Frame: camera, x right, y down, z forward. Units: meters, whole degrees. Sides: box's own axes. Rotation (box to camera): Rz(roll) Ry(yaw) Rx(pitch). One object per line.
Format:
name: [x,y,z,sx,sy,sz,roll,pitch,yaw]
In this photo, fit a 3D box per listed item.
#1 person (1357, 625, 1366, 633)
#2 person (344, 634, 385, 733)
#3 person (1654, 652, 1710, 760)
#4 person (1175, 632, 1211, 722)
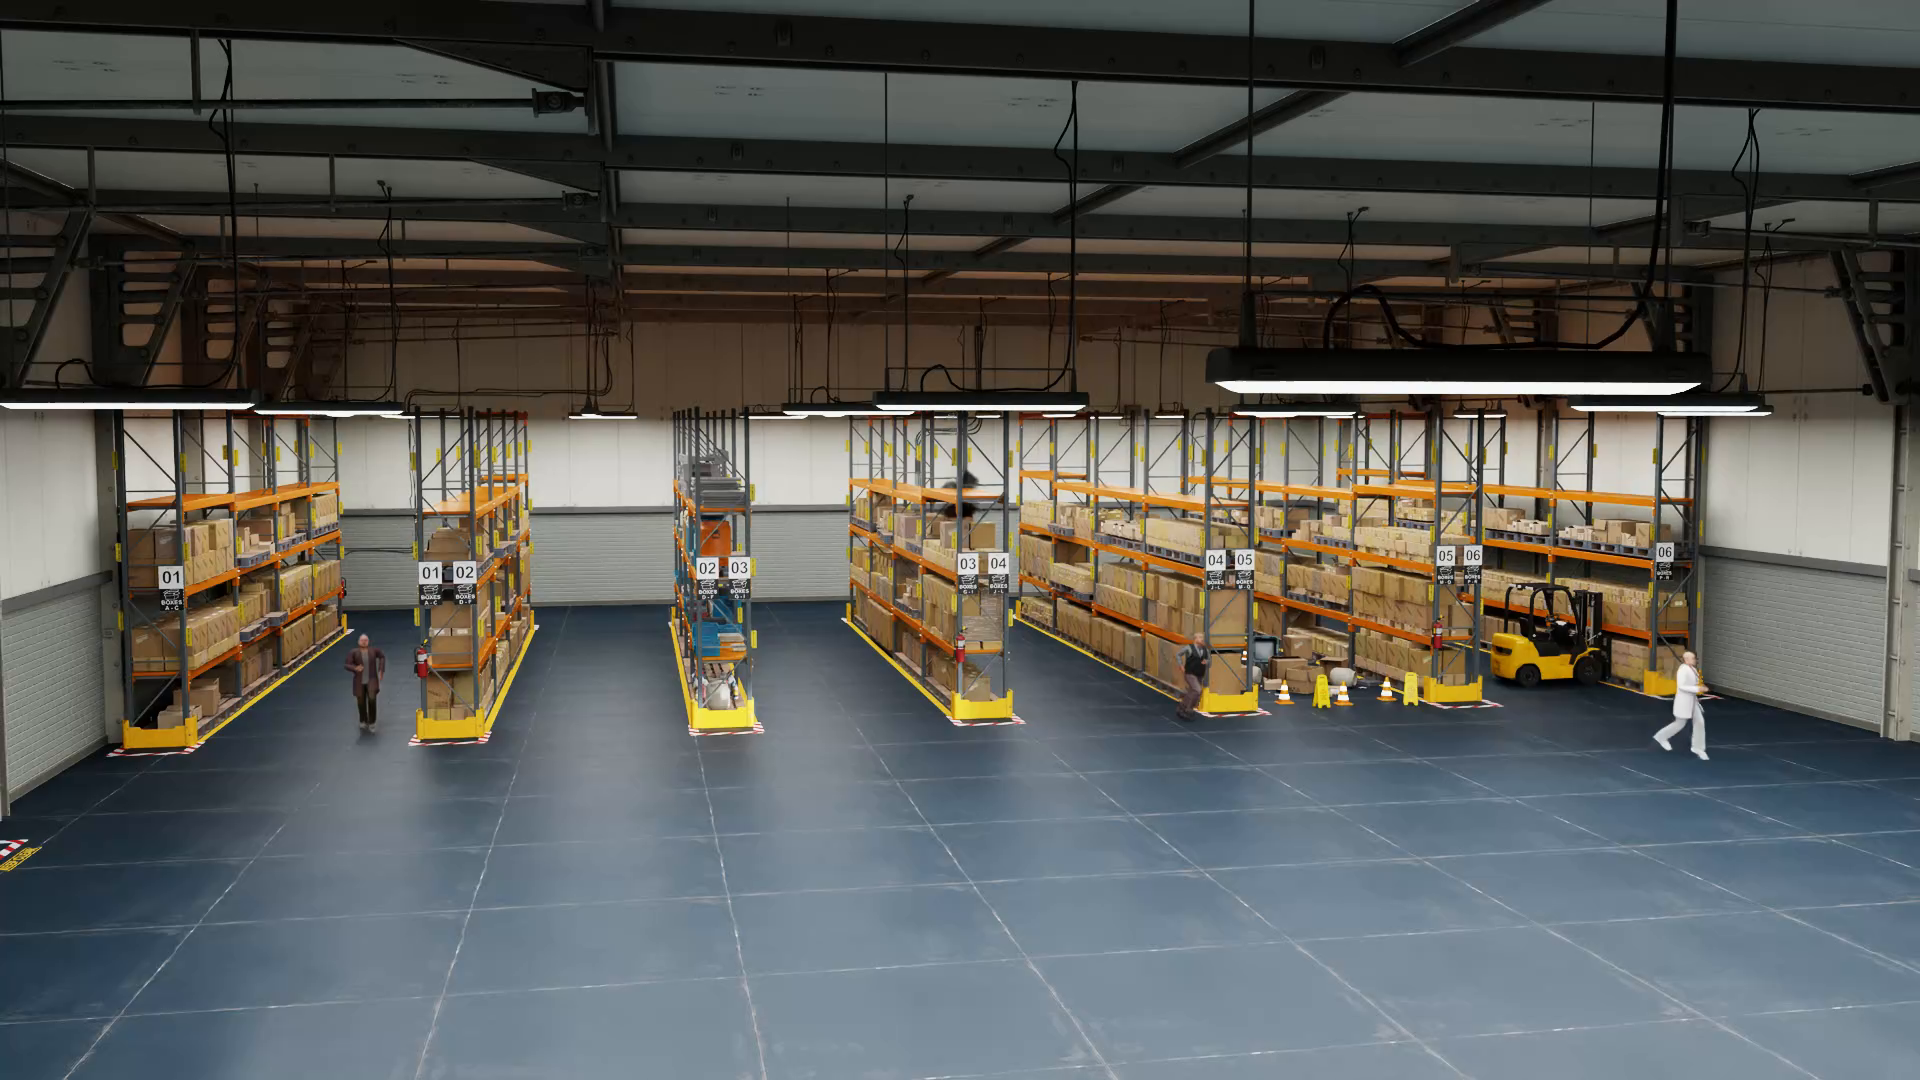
person: [10.699,1.771,44.436,0.521,1.561,0.570,-2,4,-21]
person: [-10.984,2.655,30.692,0.703,1.836,0.829,-1,4,-18]
person: [12.386,2.835,28.489,0.971,1.841,0.738,4,6,45]
person: [4.481,2.604,31.931,0.716,1.664,0.746,-3,5,-34]
